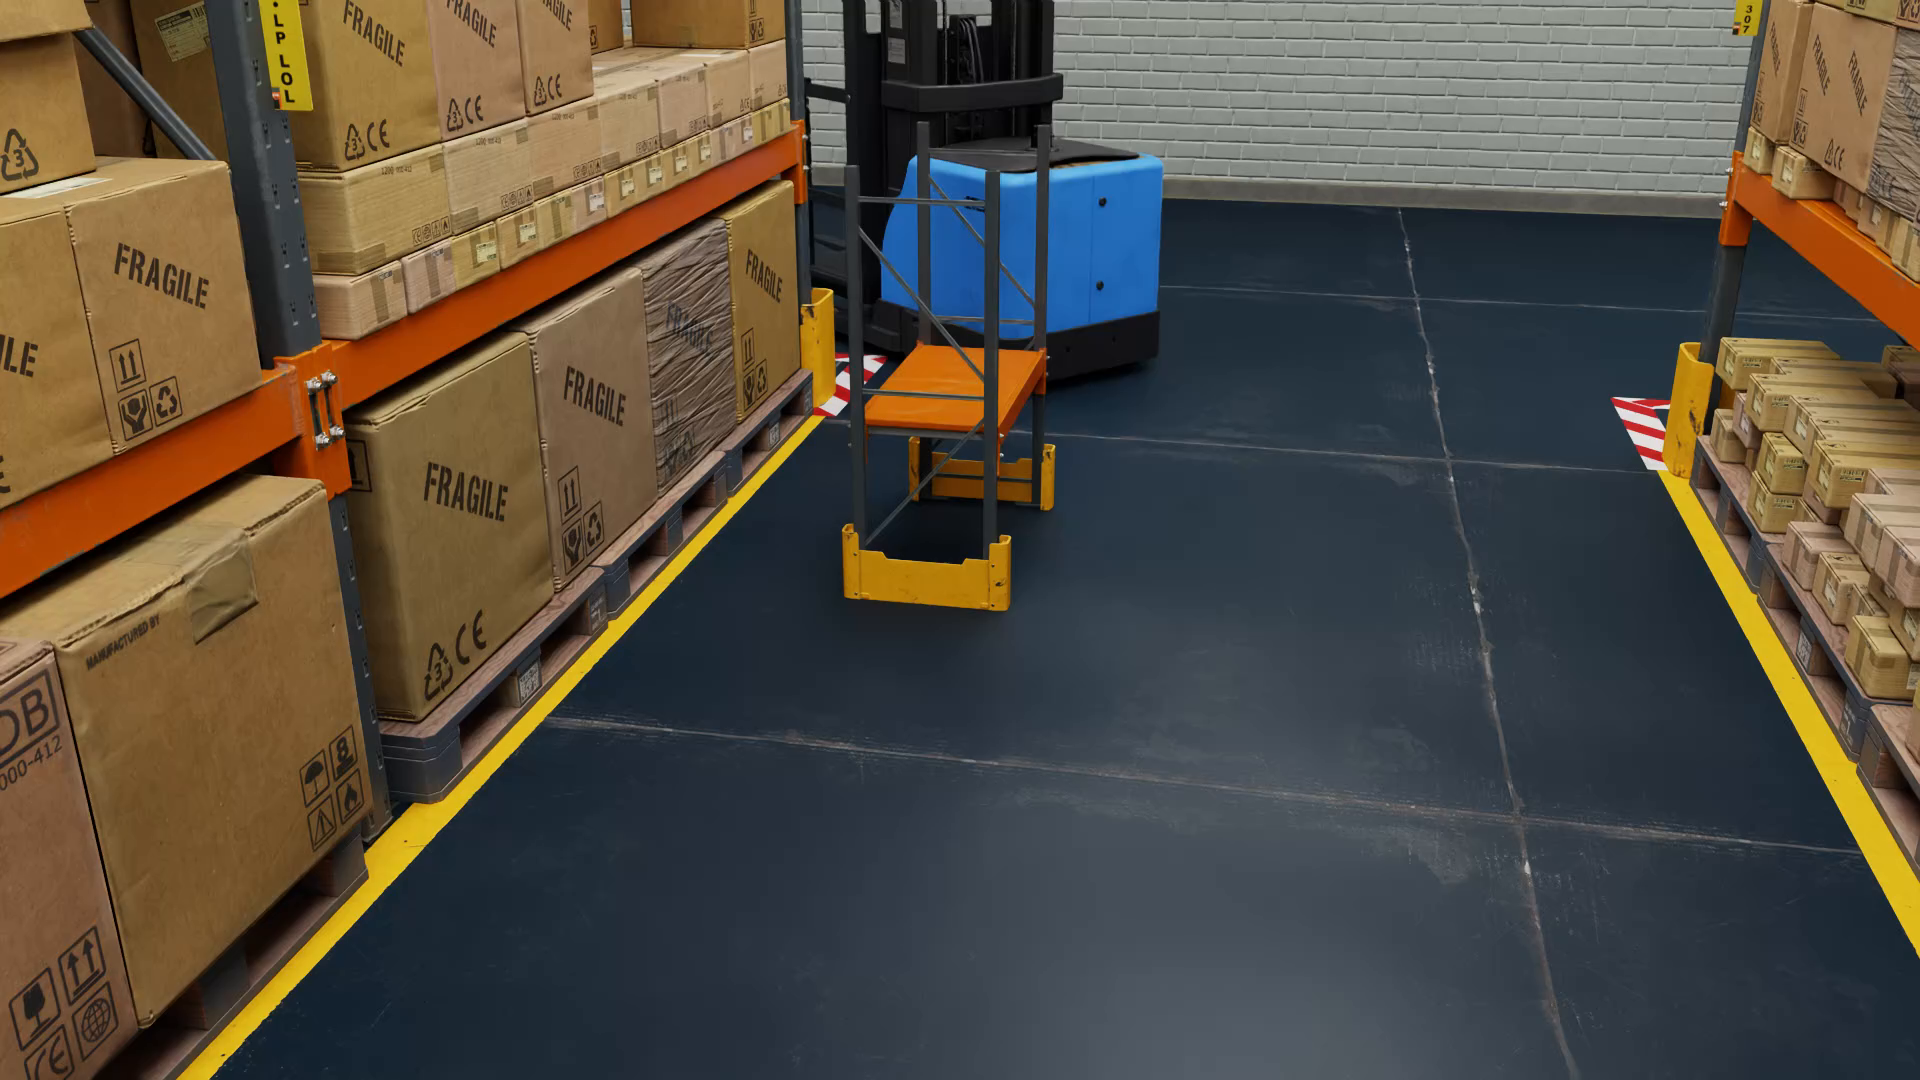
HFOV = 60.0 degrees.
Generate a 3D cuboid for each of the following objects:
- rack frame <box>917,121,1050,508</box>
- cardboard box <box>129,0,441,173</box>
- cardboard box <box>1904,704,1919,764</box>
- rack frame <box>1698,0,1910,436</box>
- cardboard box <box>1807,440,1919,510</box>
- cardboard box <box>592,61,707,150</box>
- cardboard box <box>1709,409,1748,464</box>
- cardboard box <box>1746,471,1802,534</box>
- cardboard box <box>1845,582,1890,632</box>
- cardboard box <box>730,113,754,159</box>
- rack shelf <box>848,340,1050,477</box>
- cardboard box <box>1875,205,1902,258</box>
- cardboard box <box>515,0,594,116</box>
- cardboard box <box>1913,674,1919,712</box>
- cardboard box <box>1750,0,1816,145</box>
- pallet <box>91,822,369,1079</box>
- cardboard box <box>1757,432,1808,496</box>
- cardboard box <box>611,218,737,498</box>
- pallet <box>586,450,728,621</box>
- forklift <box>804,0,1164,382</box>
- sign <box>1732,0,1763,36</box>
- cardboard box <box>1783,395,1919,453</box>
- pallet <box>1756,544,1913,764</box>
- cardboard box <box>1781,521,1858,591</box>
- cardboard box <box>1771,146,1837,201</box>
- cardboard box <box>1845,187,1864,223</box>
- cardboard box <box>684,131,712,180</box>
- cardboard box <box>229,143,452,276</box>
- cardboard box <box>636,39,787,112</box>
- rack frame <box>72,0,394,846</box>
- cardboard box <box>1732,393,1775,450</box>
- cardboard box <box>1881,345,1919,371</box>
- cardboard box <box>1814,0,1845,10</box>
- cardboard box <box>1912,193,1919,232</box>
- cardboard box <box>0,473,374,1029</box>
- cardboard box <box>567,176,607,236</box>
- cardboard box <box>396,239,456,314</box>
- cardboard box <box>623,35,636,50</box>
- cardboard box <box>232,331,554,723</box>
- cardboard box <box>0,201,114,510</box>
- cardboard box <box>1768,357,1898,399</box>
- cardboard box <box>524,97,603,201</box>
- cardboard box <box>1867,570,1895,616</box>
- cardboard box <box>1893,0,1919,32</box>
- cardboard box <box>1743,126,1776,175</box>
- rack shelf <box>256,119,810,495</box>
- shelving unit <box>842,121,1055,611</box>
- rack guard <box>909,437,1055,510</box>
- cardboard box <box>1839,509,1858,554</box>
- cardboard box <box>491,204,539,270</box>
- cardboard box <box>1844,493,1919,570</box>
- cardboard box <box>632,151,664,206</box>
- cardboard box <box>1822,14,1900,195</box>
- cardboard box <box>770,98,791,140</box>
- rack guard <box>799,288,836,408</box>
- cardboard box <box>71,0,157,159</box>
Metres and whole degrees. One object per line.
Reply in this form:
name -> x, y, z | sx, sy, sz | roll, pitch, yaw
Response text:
rack frame -> 0.086, -0.850, 6.458 | 0.500, 1.500, 0.032 | 4, 22, 11
cardboard box -> -1.677, -1.221, 4.170 | 0.500, 0.500, 0.500 | 4, 22, 11
cardboard box -> 2.682, 0.534, 4.267 | 0.380, 0.149, 0.250 | 4, 22, 9
rack frame -> 3.627, -1.697, 6.553 | 1.000, 3.000, 0.127 | 4, 22, 11
cardboard box -> 2.938, -0.197, 5.285 | 0.380, 0.149, 0.250 | 5, 22, 12
cardboard box -> -1.255, -1.612, 6.143 | 0.500, 0.250, 0.500 | 4, 22, 9
cardboard box -> 3.206, -0.402, 6.592 | 0.380, 0.149, 0.250 | 5, 22, 12
cardboard box -> 3.030, -0.124, 5.900 | 0.380, 0.149, 0.250 | 5, 22, 12
cardboard box -> 2.887, 0.255, 4.959 | 0.380, 0.149, 0.250 | 5, 22, 12
cardboard box -> -1.063, -1.653, 6.779 | 0.380, 0.149, 0.250 | 5, 22, 11
rack shelf -> -0.017, -0.498, 6.063 | 0.538, 0.185, 1.000 | 4, 22, 11
cardboard box -> 2.971, -0.913, 4.941 | 0.380, 0.149, 0.250 | 5, 23, 13
cardboard box -> -1.467, -1.592, 5.089 | 0.500, 0.500, 0.500 | 4, 22, 9
cardboard box -> 2.644, 0.417, 4.160 | 0.380, 0.149, 0.250 | 4, 22, 9
cardboard box -> 3.264, -1.739, 6.123 | 0.500, 0.500, 0.500 | 6, 23, 13
pallet -> -2.108, 0.932, 3.757 | 1.003, 0.211, 1.213 | 4, 22, 11
cardboard box -> 3.035, -0.258, 5.835 | 0.380, 0.149, 0.250 | 5, 23, 13
cardboard box -> -1.446, -0.749, 6.479 | 0.875, 0.875, 0.875 | 4, 22, 11
pallet -> -1.546, -0.076, 6.259 | 1.003, 0.211, 1.213 | 4, 22, 11
forklift -> -0.273, -2.571, 8.815 | 1.130, 2.935, 3.031 | -16, 27, -34
sign -> 3.095, -2.140, 6.494 | 0.100, 0.325, 0.005 | 4, 22, 11
cardboard box -> 3.102, -0.391, 5.766 | 0.380, 0.149, 0.250 | 3, 22, 8
pallet -> 3.159, 0.363, 5.169 | 1.003, 0.211, 1.213 | 4, 22, 11
cardboard box -> 2.935, 0.061, 5.441 | 0.380, 0.149, 0.250 | 3, 22, 8
cardboard box -> 3.121, -1.297, 5.894 | 0.380, 0.149, 0.250 | 4, 22, 9
cardboard box -> 3.123, -1.094, 5.391 | 0.380, 0.149, 0.250 | 4, 22, 10
cardboard box -> -1.166, -1.467, 6.317 | 0.380, 0.149, 0.250 | 4, 22, 10
cardboard box -> -1.672, -0.870, 4.300 | 0.500, 0.250, 0.500 | 4, 22, 10
cardboard box -> -1.048, -1.983, 7.065 | 0.500, 0.250, 0.500 | 4, 22, 10
rack frame -> -2.025, -0.649, 3.951 | 1.000, 3.000, 0.127 | 4, 22, 11
cardboard box -> 3.157, -0.440, 6.286 | 0.380, 0.149, 0.250 | 4, 22, 11
cardboard box -> 3.767, -0.633, 6.367 | 0.380, 0.149, 0.250 | 5, 22, 12
cardboard box -> 3.178, -2.016, 5.475 | 0.500, 0.500, 0.500 | 5, 22, 12
cardboard box -> 2.842, -0.989, 4.262 | 0.500, 0.500, 0.500 | 4, 22, 11
cardboard box -> -2.136, 0.377, 3.684 | 1.225, 0.875, 0.875 | 5, 22, 11
cardboard box -> -1.375, -1.090, 5.381 | 0.380, 0.149, 0.250 | 5, 22, 12
cardboard box -> -1.585, -0.712, 4.442 | 0.380, 0.149, 0.250 | 4, 22, 9
cardboard box -> -1.571, -2.026, 7.171 | 0.500, 0.250, 0.500 | 4, 22, 9
cardboard box -> -1.812, -0.094, 4.854 | 0.875, 0.875, 0.875 | 4, 22, 11
cardboard box -> -1.960, -0.324, 3.008 | 0.500, 0.500, 0.500 | 5, 23, 13
cardboard box -> 3.249, -0.570, 6.211 | 0.380, 0.149, 0.250 | 5, 22, 12
cardboard box -> -1.466, -1.241, 5.223 | 0.500, 0.250, 0.500 | 5, 22, 12
cardboard box -> 2.898, 0.141, 4.844 | 0.380, 0.149, 0.250 | 3, 22, 8
cardboard box -> 2.950, -1.641, 4.543 | 0.500, 0.500, 0.500 | 4, 22, 9
cardboard box -> 3.240, -1.487, 6.367 | 0.380, 0.149, 0.250 | 4, 22, 10
rack shelf -> -1.617, -1.047, 5.901 | 1.077, 0.370, 4.000 | 4, 22, 11
shelving unit -> -0.016, -0.668, 6.004 | 0.587, 1.500, 1.083 | 4, 22, 11
rack guard -> 0.086, -0.270, 6.690 | 0.587, 0.250, 0.087 | 4, 22, 11
cardboard box -> 3.059, -0.051, 5.322 | 0.380, 0.149, 0.250 | 6, 23, 14
cardboard box -> -1.480, -0.905, 4.921 | 0.380, 0.149, 0.250 | 4, 22, 9
cardboard box -> 2.822, -0.015, 4.834 | 0.380, 0.149, 0.250 | 4, 22, 9
cardboard box -> -1.271, -1.281, 5.856 | 0.380, 0.149, 0.250 | 5, 22, 12
cardboard box -> 3.068, -1.363, 5.190 | 0.500, 0.500, 0.500 | 5, 22, 12
cardboard box -> -0.959, -1.840, 7.245 | 0.380, 0.149, 0.250 | 5, 22, 12
rack guard -> -1.204, -0.962, 8.072 | 1.175, 0.500, 0.348 | 4, 22, 11
cardboard box -> -2.193, -1.254, 4.251 | 0.500, 0.500, 0.500 | 5, 22, 12
